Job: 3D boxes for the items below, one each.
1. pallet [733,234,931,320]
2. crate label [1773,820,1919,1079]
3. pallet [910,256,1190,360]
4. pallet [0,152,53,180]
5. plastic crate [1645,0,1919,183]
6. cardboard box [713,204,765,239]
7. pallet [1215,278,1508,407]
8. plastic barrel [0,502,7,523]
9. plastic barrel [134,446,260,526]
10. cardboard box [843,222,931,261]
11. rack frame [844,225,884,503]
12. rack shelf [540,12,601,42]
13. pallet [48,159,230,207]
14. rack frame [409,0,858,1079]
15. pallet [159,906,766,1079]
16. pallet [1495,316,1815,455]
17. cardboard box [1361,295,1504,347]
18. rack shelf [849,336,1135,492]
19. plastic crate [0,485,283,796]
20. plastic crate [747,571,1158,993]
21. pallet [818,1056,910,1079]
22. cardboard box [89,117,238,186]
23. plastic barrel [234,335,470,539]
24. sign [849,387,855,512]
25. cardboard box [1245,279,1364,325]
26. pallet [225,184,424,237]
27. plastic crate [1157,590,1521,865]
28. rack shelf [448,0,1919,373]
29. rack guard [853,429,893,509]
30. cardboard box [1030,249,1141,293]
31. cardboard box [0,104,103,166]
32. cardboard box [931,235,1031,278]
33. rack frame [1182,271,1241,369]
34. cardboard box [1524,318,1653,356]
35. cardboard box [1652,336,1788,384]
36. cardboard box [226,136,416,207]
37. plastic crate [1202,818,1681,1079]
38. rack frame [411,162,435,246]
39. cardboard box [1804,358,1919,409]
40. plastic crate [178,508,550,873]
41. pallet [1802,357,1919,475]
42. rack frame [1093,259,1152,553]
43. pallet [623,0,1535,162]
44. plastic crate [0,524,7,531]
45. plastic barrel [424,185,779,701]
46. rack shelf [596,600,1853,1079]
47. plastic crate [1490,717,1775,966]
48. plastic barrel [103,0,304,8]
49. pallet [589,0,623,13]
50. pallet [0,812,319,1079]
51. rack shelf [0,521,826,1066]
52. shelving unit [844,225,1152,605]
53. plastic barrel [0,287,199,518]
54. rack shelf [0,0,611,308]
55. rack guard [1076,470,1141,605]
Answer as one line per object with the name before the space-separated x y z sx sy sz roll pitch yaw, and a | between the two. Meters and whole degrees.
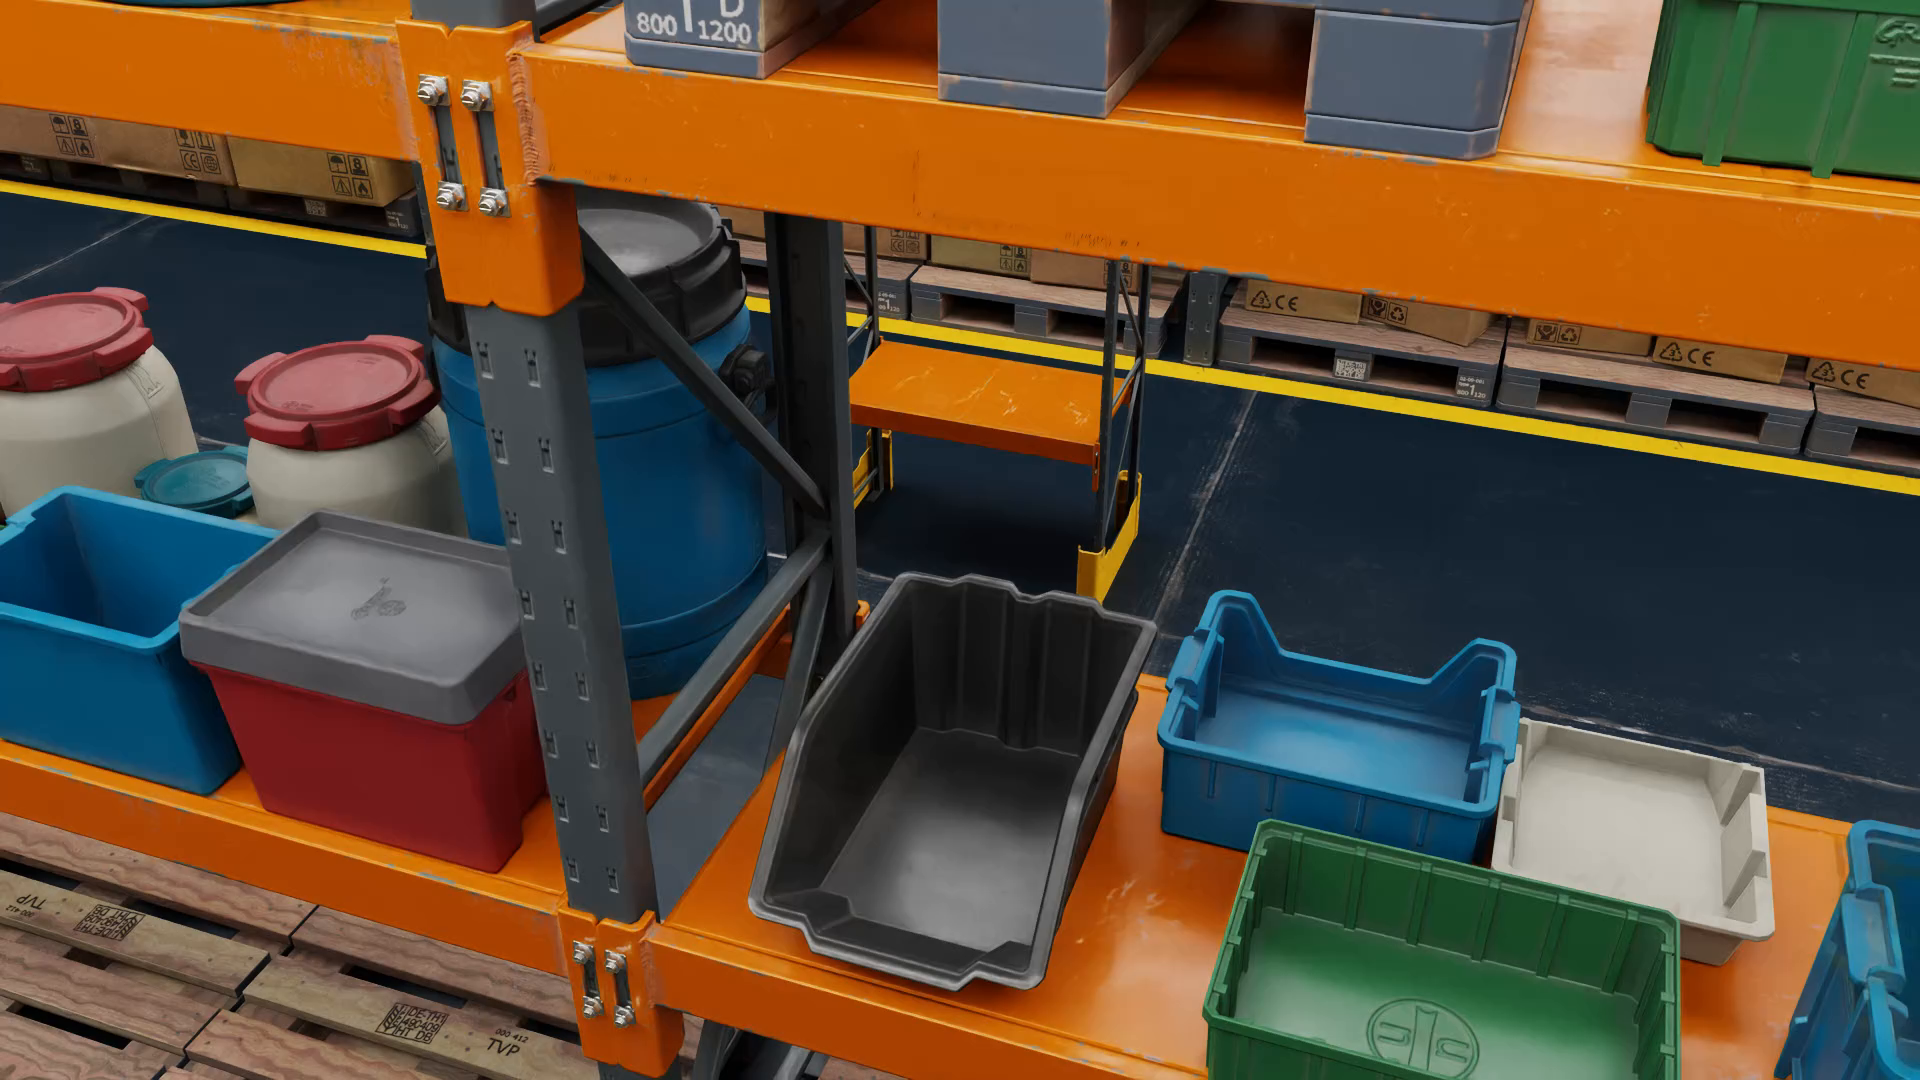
pallet | -0.658 -1.486 8.357 1.213 0.211 1.003 11 34 16
crate label | 1.499 0.754 2.284 0.616 0.435 0.502 11 34 16
pallet | 0.494 -1.264 8.013 1.213 0.211 1.003 11 34 16
pallet | -5.551 -2.483 9.901 1.213 0.211 1.003 11 34 16
plastic crate | 0.950 -0.508 1.701 0.450 0.188 0.336 11 34 16
cardboard box | -0.838 -1.853 8.253 0.500 0.500 0.700 14 35 20
pallet | 1.872 -1.017 7.631 1.213 0.211 1.003 11 34 16
plastic barrel | -2.368 -0.322 3.858 0.433 0.535 0.433 0 33 0
plastic barrel | -1.637 -0.027 3.654 0.301 0.262 0.301 0 33 0
cardboard box | -0.312 -1.751 8.095 0.500 0.500 0.700 8 34 12
rack frame | -0.398 -0.707 5.963 0.032 1.500 0.500 11 34 16
rack shelf | -0.655 -2.357 7.799 4.000 0.370 1.077 11 34 16
pallet | -4.399 -2.261 9.557 1.213 0.211 1.003 11 34 16
rack frame | -0.443 0.236 3.120 0.127 3.000 1.000 11 34 16
pallet | -1.195 1.283 4.068 1.213 0.211 1.003 11 34 16
pallet | 3.024 -0.795 7.286 1.213 0.211 1.003 11 34 16
cardboard box | 2.133 -1.225 7.300 0.500 0.500 0.500 23 39 31
rack shelf | 0.080 -0.463 5.917 1.000 0.185 0.538 11 34 16
plastic crate | -1.586 0.199 3.191 0.575 0.384 0.392 11 34 16
plastic crate | 0.007 0.422 2.888 0.504 0.338 0.767 11 34 16
pallet | 0.175 1.551 3.653 1.213 0.211 1.003 11 34 16
cardboard box | -4.017 -2.613 9.104 0.875 0.875 1.225 11 34 17
plastic barrel | -1.270 -0.109 3.527 0.433 0.535 0.433 0 33 0
sign | -0.247 -0.160 3.477 0.005 0.325 0.100 11 34 16
cardboard box | 1.591 -1.326 7.456 0.500 0.500 0.500 10 34 15
pallet | -3.254 -2.037 9.210 1.213 0.211 1.003 11 34 16
plastic crate | 0.690 0.362 3.061 0.616 0.251 0.499 11 34 16
rack shelf | 1.440 -0.356 1.934 4.000 0.370 1.077 11 34 16
rack guard | -0.397 -0.182 6.302 0.087 0.250 0.587 11 34 16
cardboard box | 0.657 -1.552 7.787 0.500 0.500 0.700 8 34 13
cardboard box | -4.852 -2.771 9.348 0.875 0.875 1.225 10 34 15
cardboard box | 0.214 -1.648 7.937 0.500 0.500 0.700 11 34 16
rack frame | 1.228 -2.293 7.037 0.127 3.000 1.000 11 34 16
cardboard box | 2.744 -1.152 7.186 0.500 0.500 0.500 8 34 12
cardboard box | 3.254 -1.027 6.992 0.500 0.500 0.500 14 35 21
cardboard box | -3.180 -2.446 8.845 0.875 0.875 1.225 9 34 14
plastic crate | 0.740 0.717 2.569 0.662 0.188 0.450 11 34 16
rack frame | -2.538 -3.025 8.171 0.127 3.000 1.000 11 34 16
cardboard box | 3.837 -0.903 6.800 0.500 0.500 0.500 21 38 29
plastic crate | -1.002 0.276 2.998 0.583 0.464 0.402 11 34 16
pallet | 4.169 -0.571 6.939 1.213 0.211 1.003 11 34 16
rack frame | 0.559 -0.521 5.675 0.032 1.500 0.500 11 34 16
pallet | 0.269 -0.863 2.230 1.003 0.211 1.213 11 34 16
plastic crate | -2.178 0.150 3.448 0.662 0.188 0.450 11 34 16
plastic barrel | -0.705 -0.200 3.333 0.708 0.901 0.600 11 34 16
rack shelf | 1.440 0.904 2.748 4.000 0.370 1.077 11 34 16
plastic crate | 1.171 0.514 2.931 0.437 0.136 0.530 11 34 16
plastic barrel | -0.995 -1.217 2.143 0.708 0.901 0.600 11 34 16
pallet | -1.831 -2.869 8.105 1.003 0.211 1.213 11 34 16
pallet | -2.348 1.061 4.412 1.213 0.211 1.003 11 34 16
rack shelf | -2.326 0.172 3.882 4.000 0.370 1.077 11 34 16
shelving unit | 0.072 -0.616 5.822 1.083 1.500 0.587 11 34 16
plastic barrel | -1.960 -0.243 3.735 0.433 0.535 0.433 0 33 0
rack shelf | -2.326 -1.088 3.068 4.000 0.370 1.077 11 34 16
rack guard | 0.541 0.000 6.019 0.087 0.250 0.587 11 34 16
